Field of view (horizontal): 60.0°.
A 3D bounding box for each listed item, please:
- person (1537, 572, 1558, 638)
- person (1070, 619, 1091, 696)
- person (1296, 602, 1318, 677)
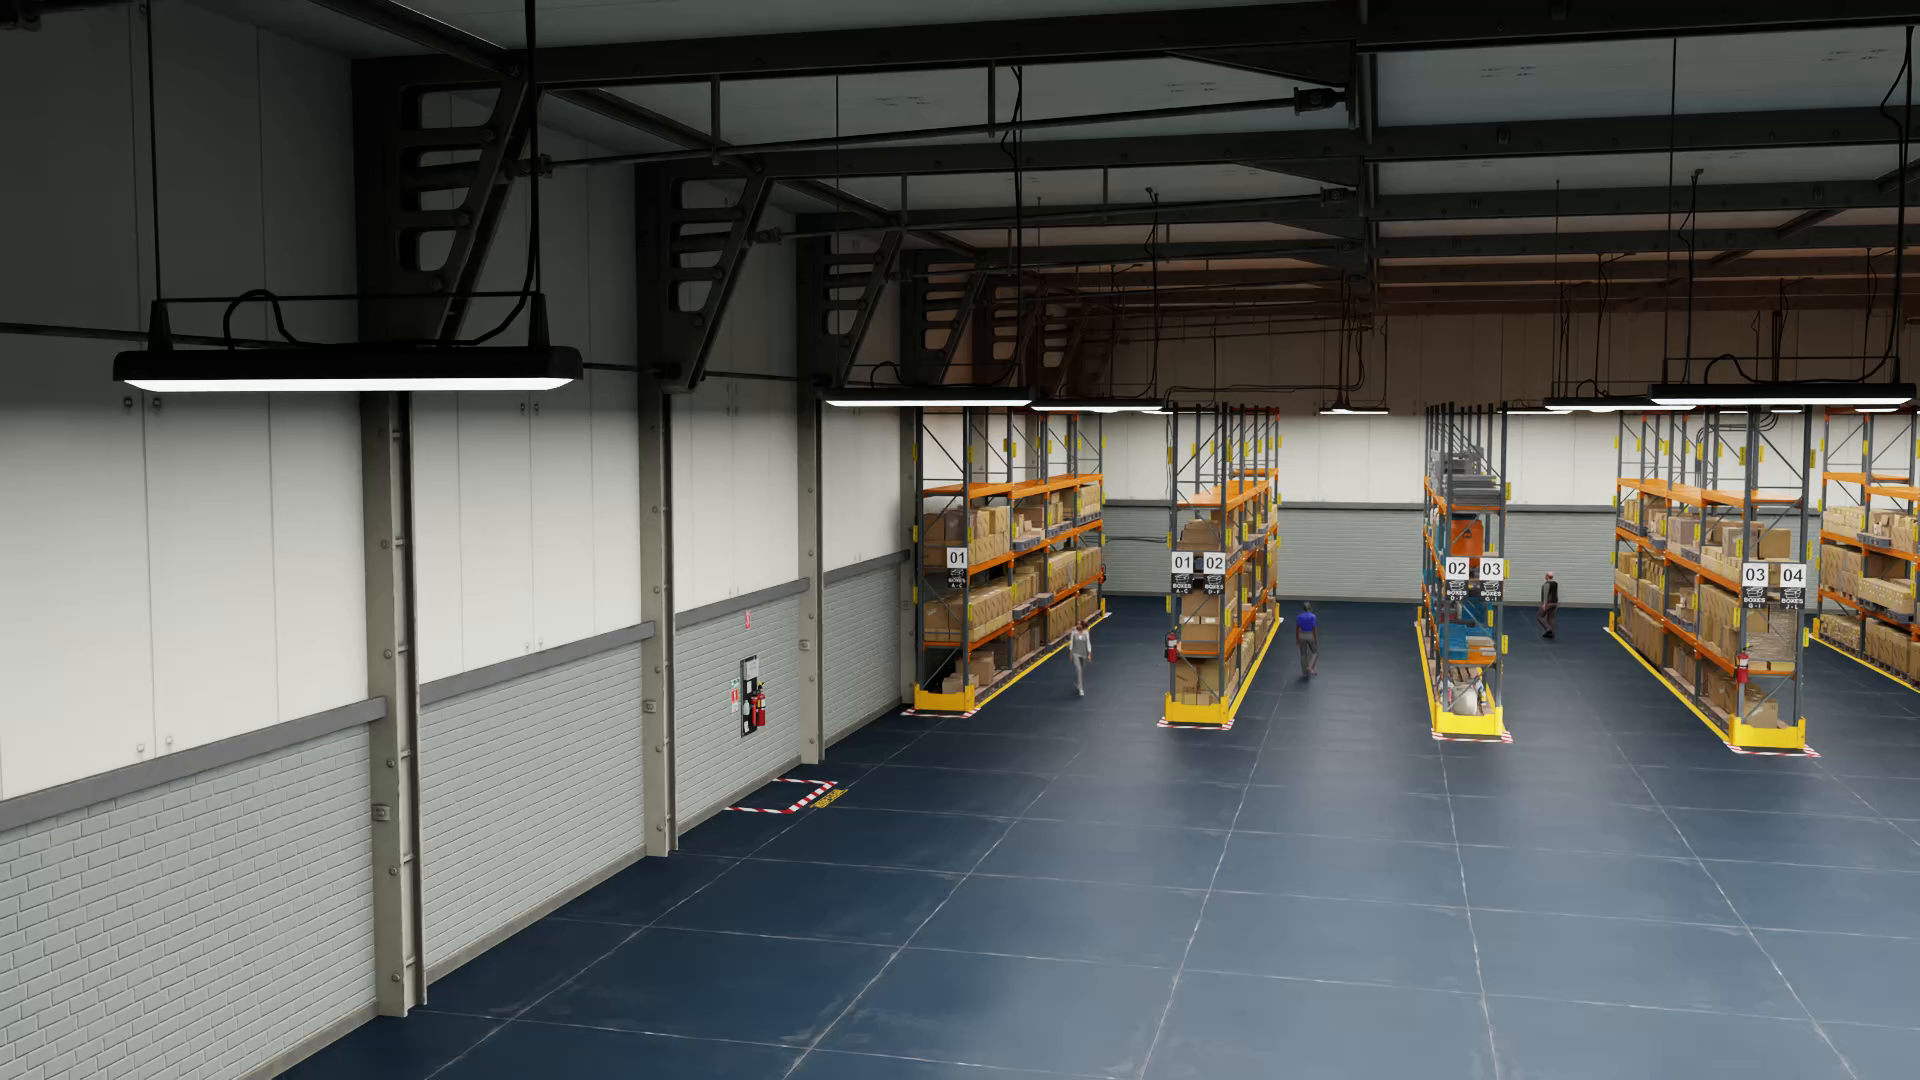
[{"bbox_3d":[15.288,1.678,43.115,0.571,1.722,0.452,-3,5,-33],"label":"person"},{"bbox_3d":[2.480,2.393,34.392,0.405,1.533,1.003,-1,4,-13],"label":"person"},{"bbox_3d":[7.636,2.194,36.617,0.495,1.656,0.459,1,4,19],"label":"person"}]
